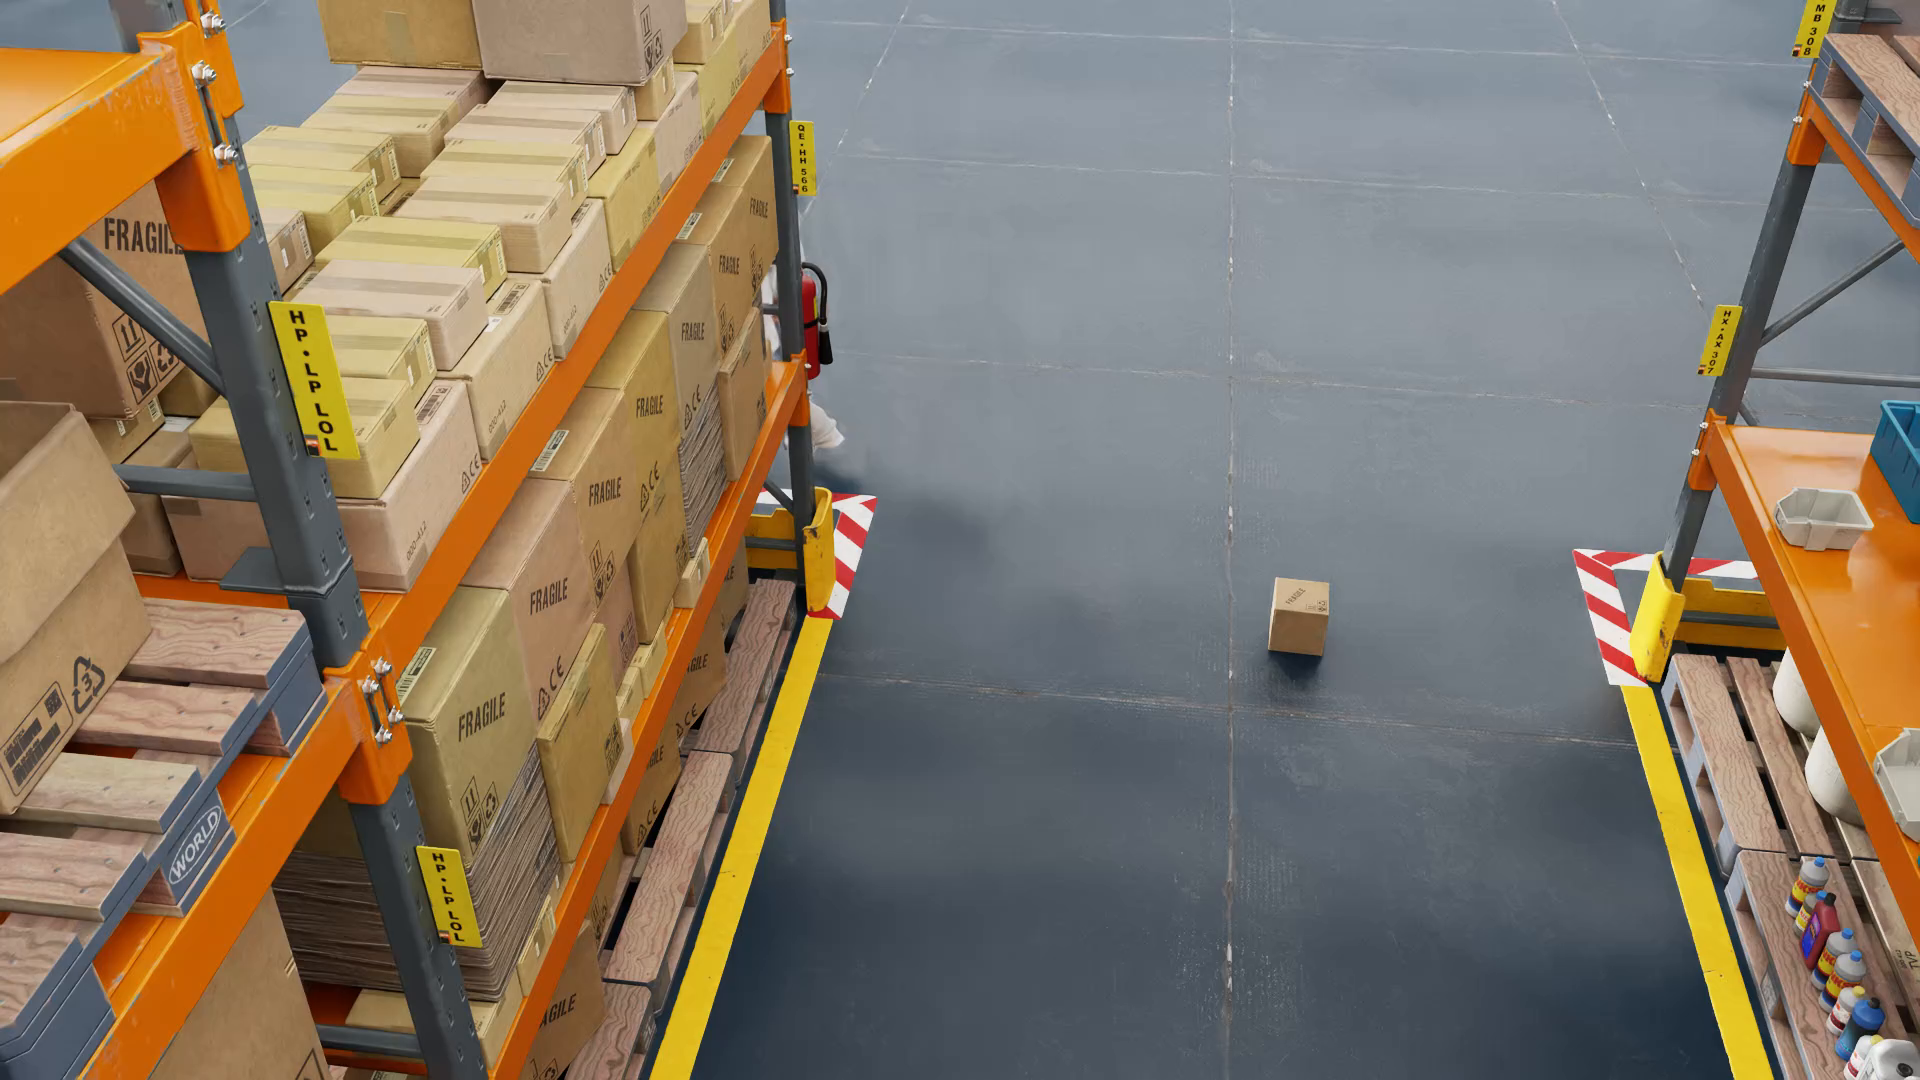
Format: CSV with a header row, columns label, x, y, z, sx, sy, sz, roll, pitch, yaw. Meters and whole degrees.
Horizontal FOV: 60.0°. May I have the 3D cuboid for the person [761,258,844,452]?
label,x,y,z,sx,sy,sz,roll,pitch,yaw
person,-1.134,-1.211,8.759,1.081,1.740,0.600,8,37,12
